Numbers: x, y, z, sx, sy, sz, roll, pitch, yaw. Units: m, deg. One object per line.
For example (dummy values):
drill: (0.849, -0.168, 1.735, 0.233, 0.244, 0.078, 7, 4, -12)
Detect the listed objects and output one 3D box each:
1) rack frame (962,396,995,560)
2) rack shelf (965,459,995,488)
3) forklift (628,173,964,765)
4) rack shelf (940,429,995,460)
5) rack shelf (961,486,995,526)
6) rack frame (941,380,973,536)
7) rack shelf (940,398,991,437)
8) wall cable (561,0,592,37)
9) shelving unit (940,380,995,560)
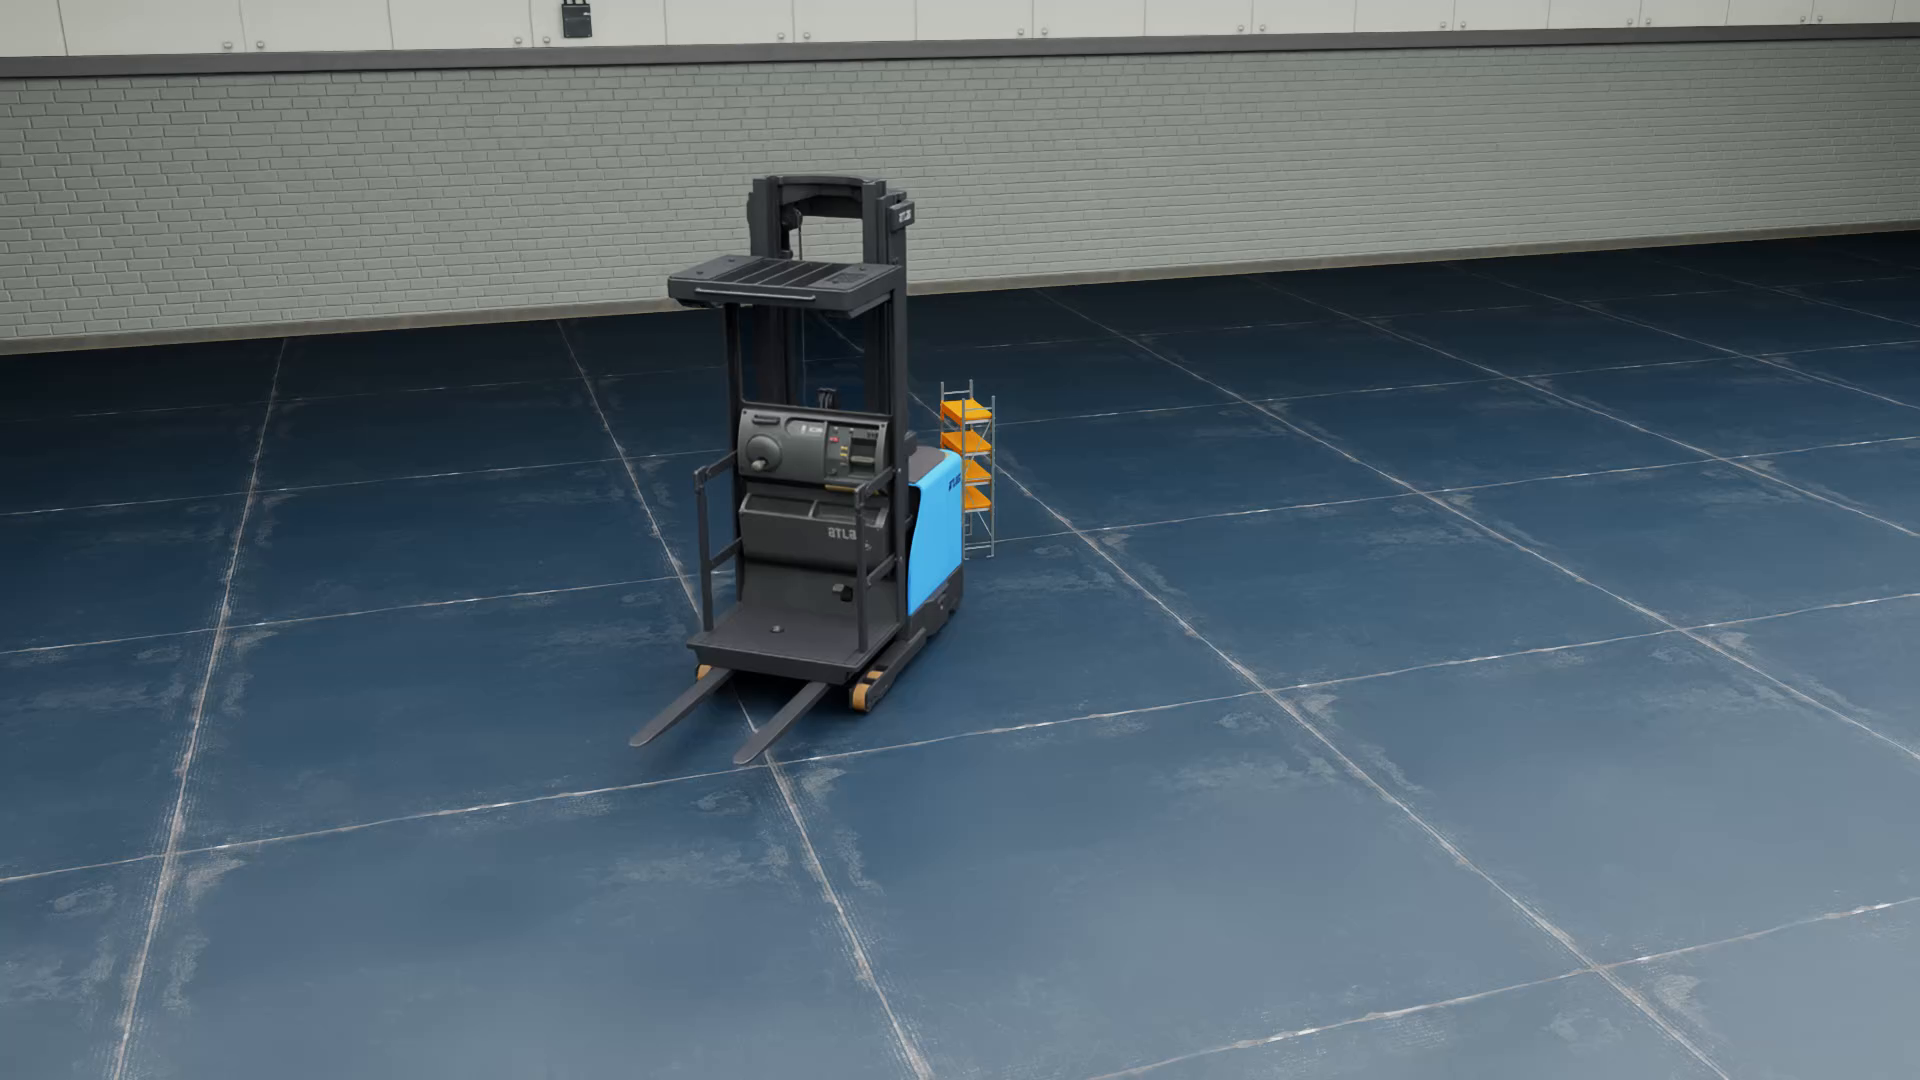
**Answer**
rack frame: (0.129, -0.433, 11.848, 0.240, 1.200, 0.015, -6, 21, -17)
rack shelf: (0.052, -0.448, 12.089, 0.258, 0.148, 0.480, -6, 21, -17)
forklift: (-0.937, -0.536, 9.574, 1.130, 2.935, 3.031, 7, 21, 18)
rack shelf: (0.052, -0.659, 12.013, 0.258, 0.148, 0.480, -6, 21, -17)
rack shelf: (0.052, -0.261, 12.156, 0.258, 0.148, 0.480, -6, 21, -17)
rack frame: (-0.025, -0.590, 12.284, 0.240, 1.200, 0.015, -6, 21, -17)
rack shelf: (0.052, -0.881, 11.933, 0.258, 0.148, 0.480, -6, 21, -17)
wall cable: (-3.354, -8.603, 18.026, 2.305, 6.003, 0.169, -6, 21, -17)
shelving unit: (0.052, -0.512, 12.066, 0.258, 1.200, 0.503, -6, 21, -17)
